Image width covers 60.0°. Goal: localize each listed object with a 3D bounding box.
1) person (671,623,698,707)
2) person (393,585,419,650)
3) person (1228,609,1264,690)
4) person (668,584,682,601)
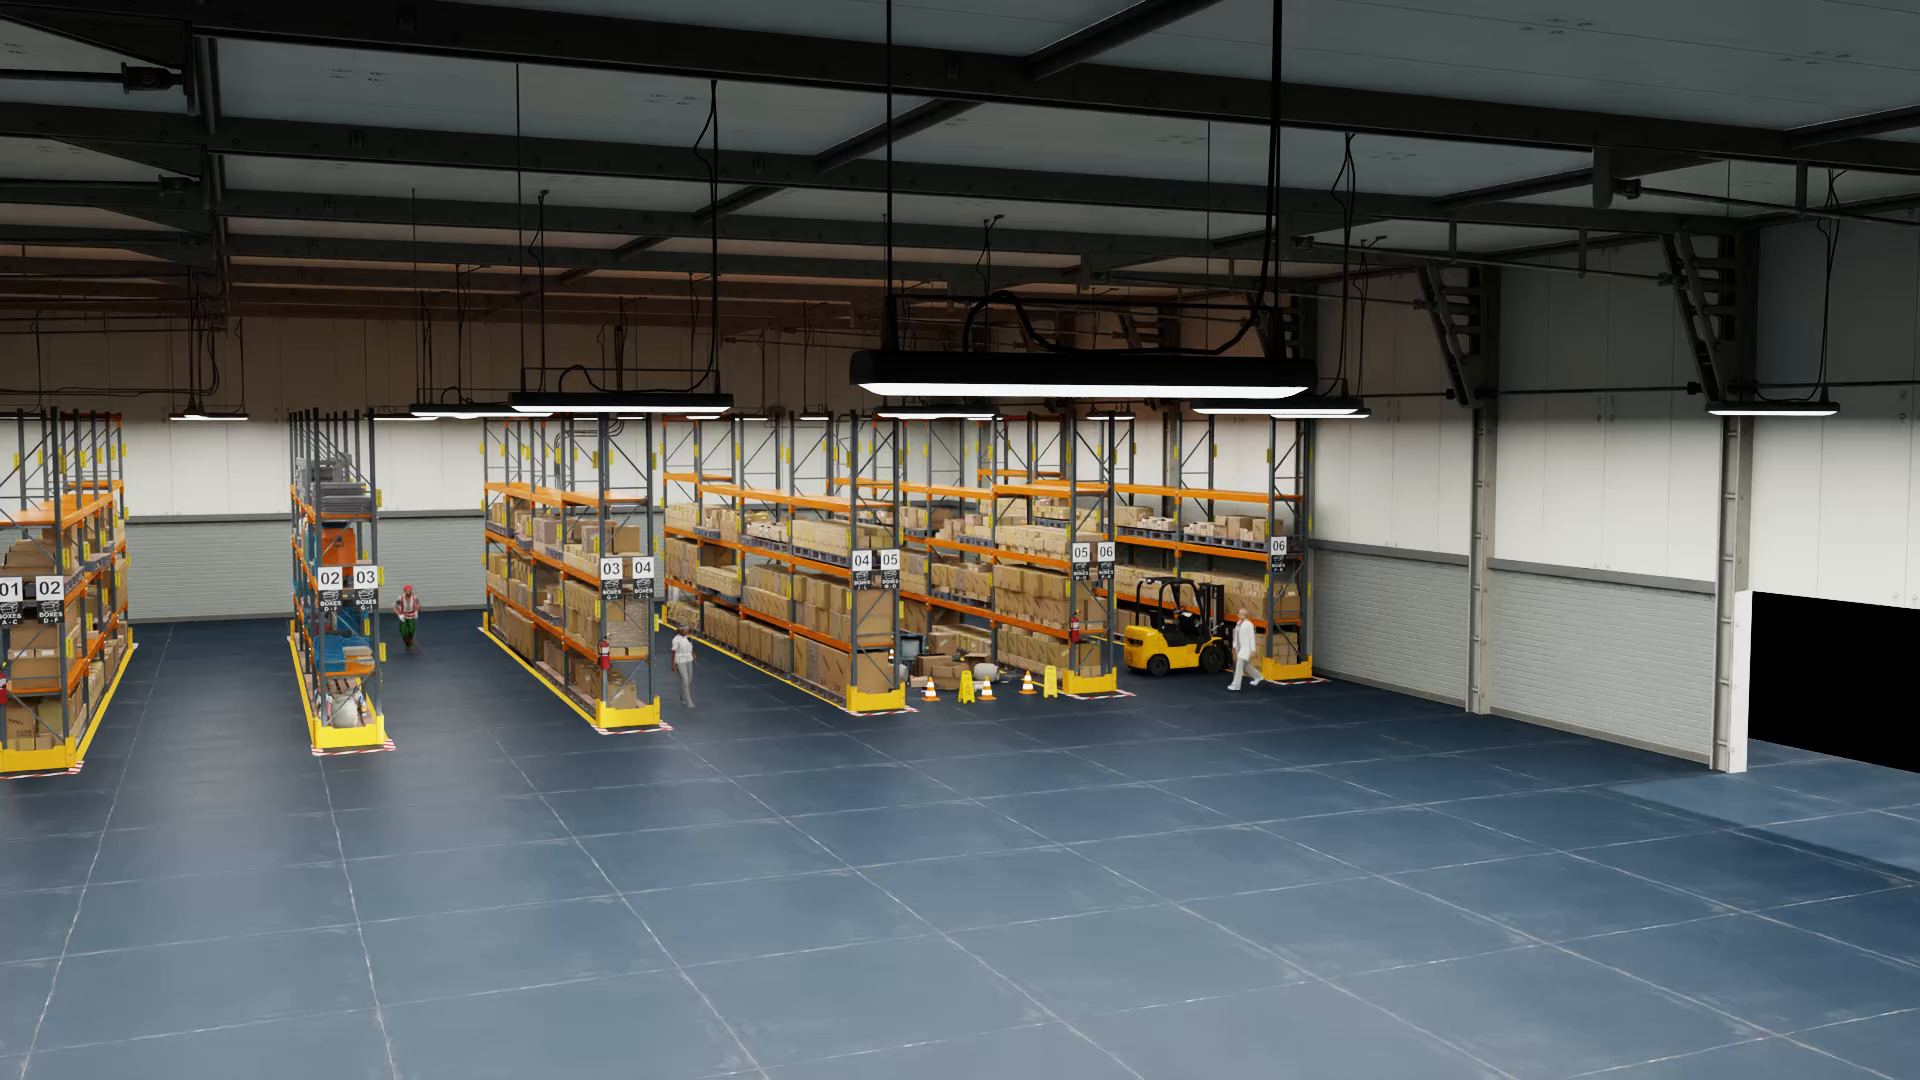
[{"bbox_3d":[-5.559,2.539,33.913,0.744,1.670,0.477,4,5,42],"label":"person"},{"bbox_3d":[-13.948,1.954,41.894,0.623,1.684,0.631,-1,4,-15],"label":"person"},{"bbox_3d":[6.146,2.343,35.761,1.099,1.738,0.637,-2,5,-30],"label":"person"},{"bbox_3d":[-8.468,1.354,49.501,0.550,1.784,0.615,2,5,29],"label":"person"}]
